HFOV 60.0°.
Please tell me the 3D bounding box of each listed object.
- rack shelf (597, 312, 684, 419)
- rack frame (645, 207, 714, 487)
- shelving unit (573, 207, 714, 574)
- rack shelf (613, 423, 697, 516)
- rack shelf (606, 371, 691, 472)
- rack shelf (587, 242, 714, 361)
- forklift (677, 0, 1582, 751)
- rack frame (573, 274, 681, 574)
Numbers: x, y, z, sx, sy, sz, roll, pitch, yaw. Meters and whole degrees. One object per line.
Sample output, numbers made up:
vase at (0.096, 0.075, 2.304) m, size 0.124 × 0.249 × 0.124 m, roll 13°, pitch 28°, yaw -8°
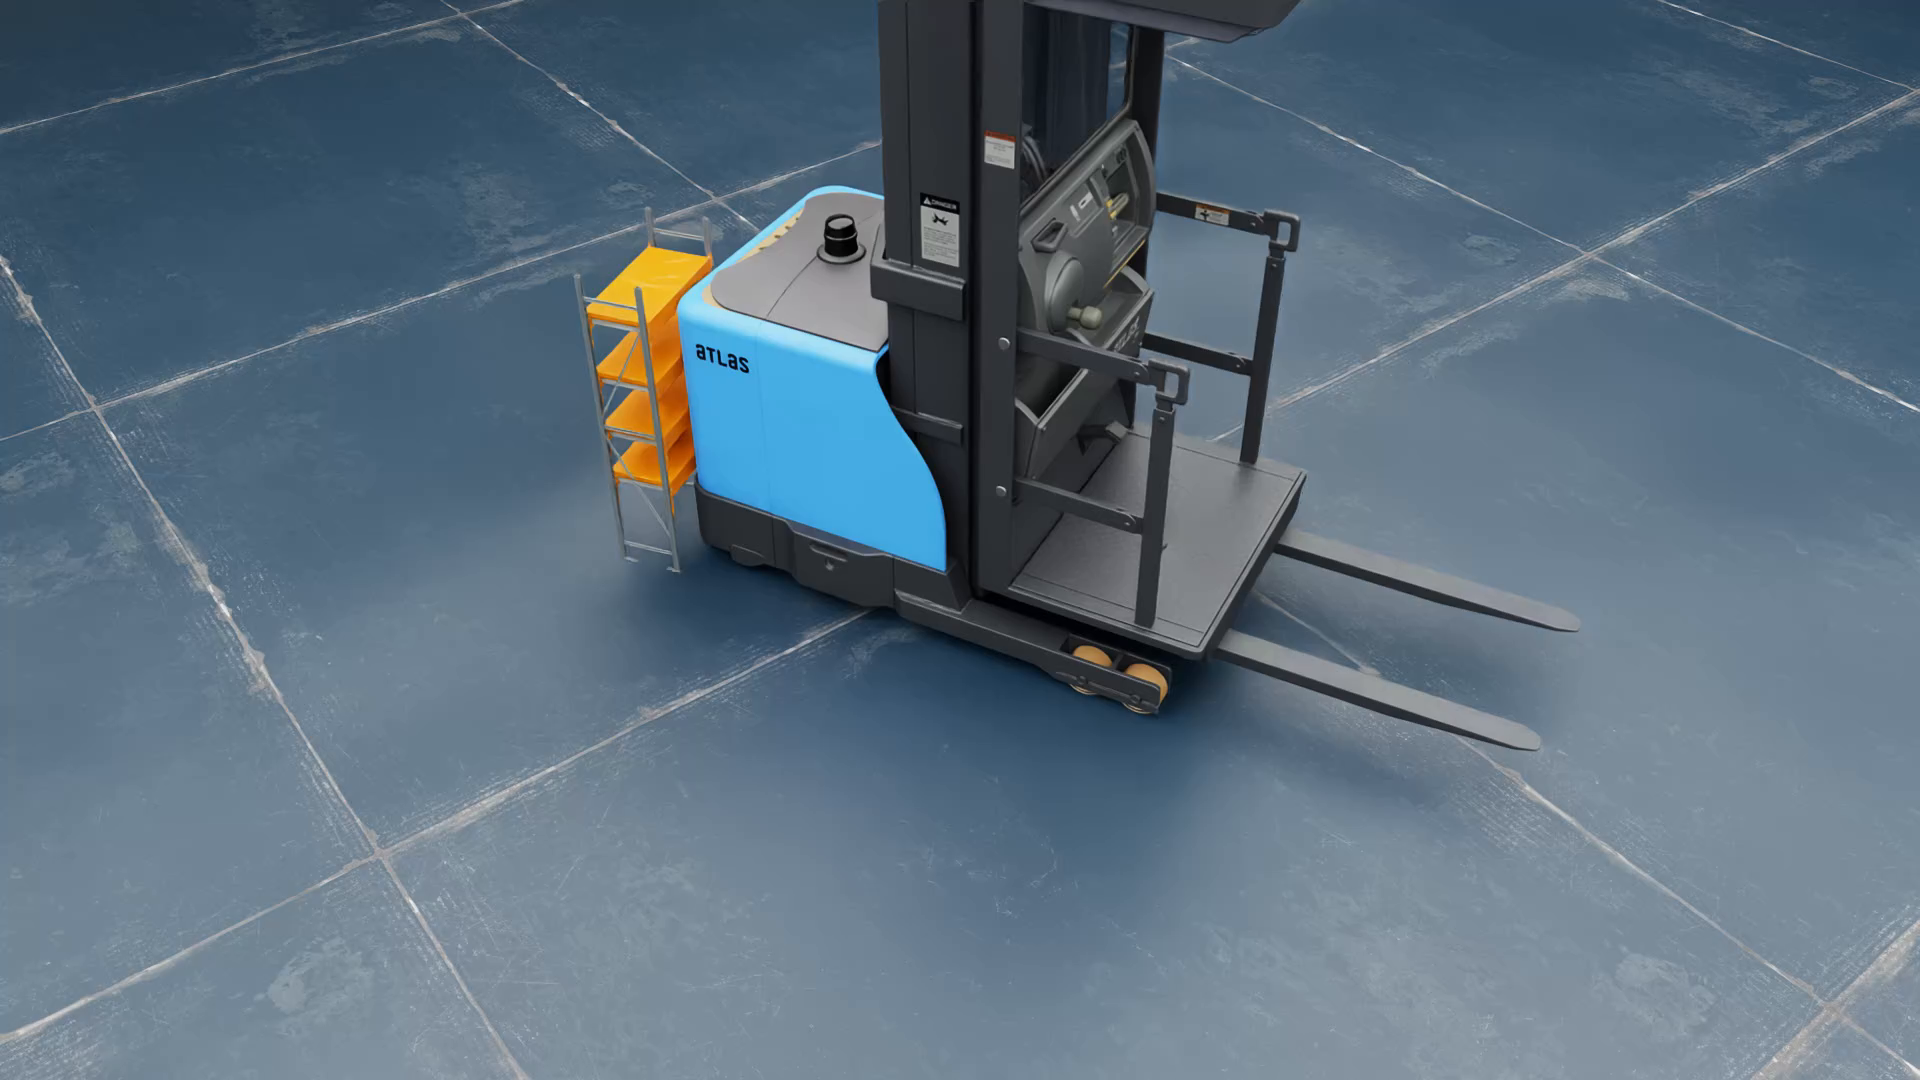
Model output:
rack shelf at (-1.058, -0.638, 5.834) m, size 0.258 × 0.148 × 0.480 m, roll 13°, pitch 41°, yaw 15°
rack frame at (-0.976, -0.663, 6.111) m, size 0.240 × 1.200 × 0.015 m, roll 13°, pitch 41°, yaw 15°
shelving unit at (-1.058, -0.517, 5.934) m, size 0.258 × 1.200 × 0.503 m, roll 13°, pitch 41°, yaw 15°
rack shelf at (-1.058, -0.311, 6.102) m, size 0.258 × 0.148 × 0.480 m, roll 13°, pitch 41°, yaw 15°
rack shelf at (-1.058, -0.465, 5.976) m, size 0.258 × 0.148 × 0.480 m, roll 13°, pitch 41°, yaw 15°
rack shelf at (-1.058, -0.821, 5.685) m, size 0.258 × 0.148 × 0.480 m, roll 13°, pitch 41°, yaw 15°
forklift at (0.585, -0.942, 5.087) m, size 3.031 × 2.935 × 1.130 m, roll 18°, pitch 43°, yaw 21°
rack frame at (-1.140, -0.371, 5.756) m, size 0.240 × 1.200 × 0.015 m, roll 13°, pitch 41°, yaw 15°
